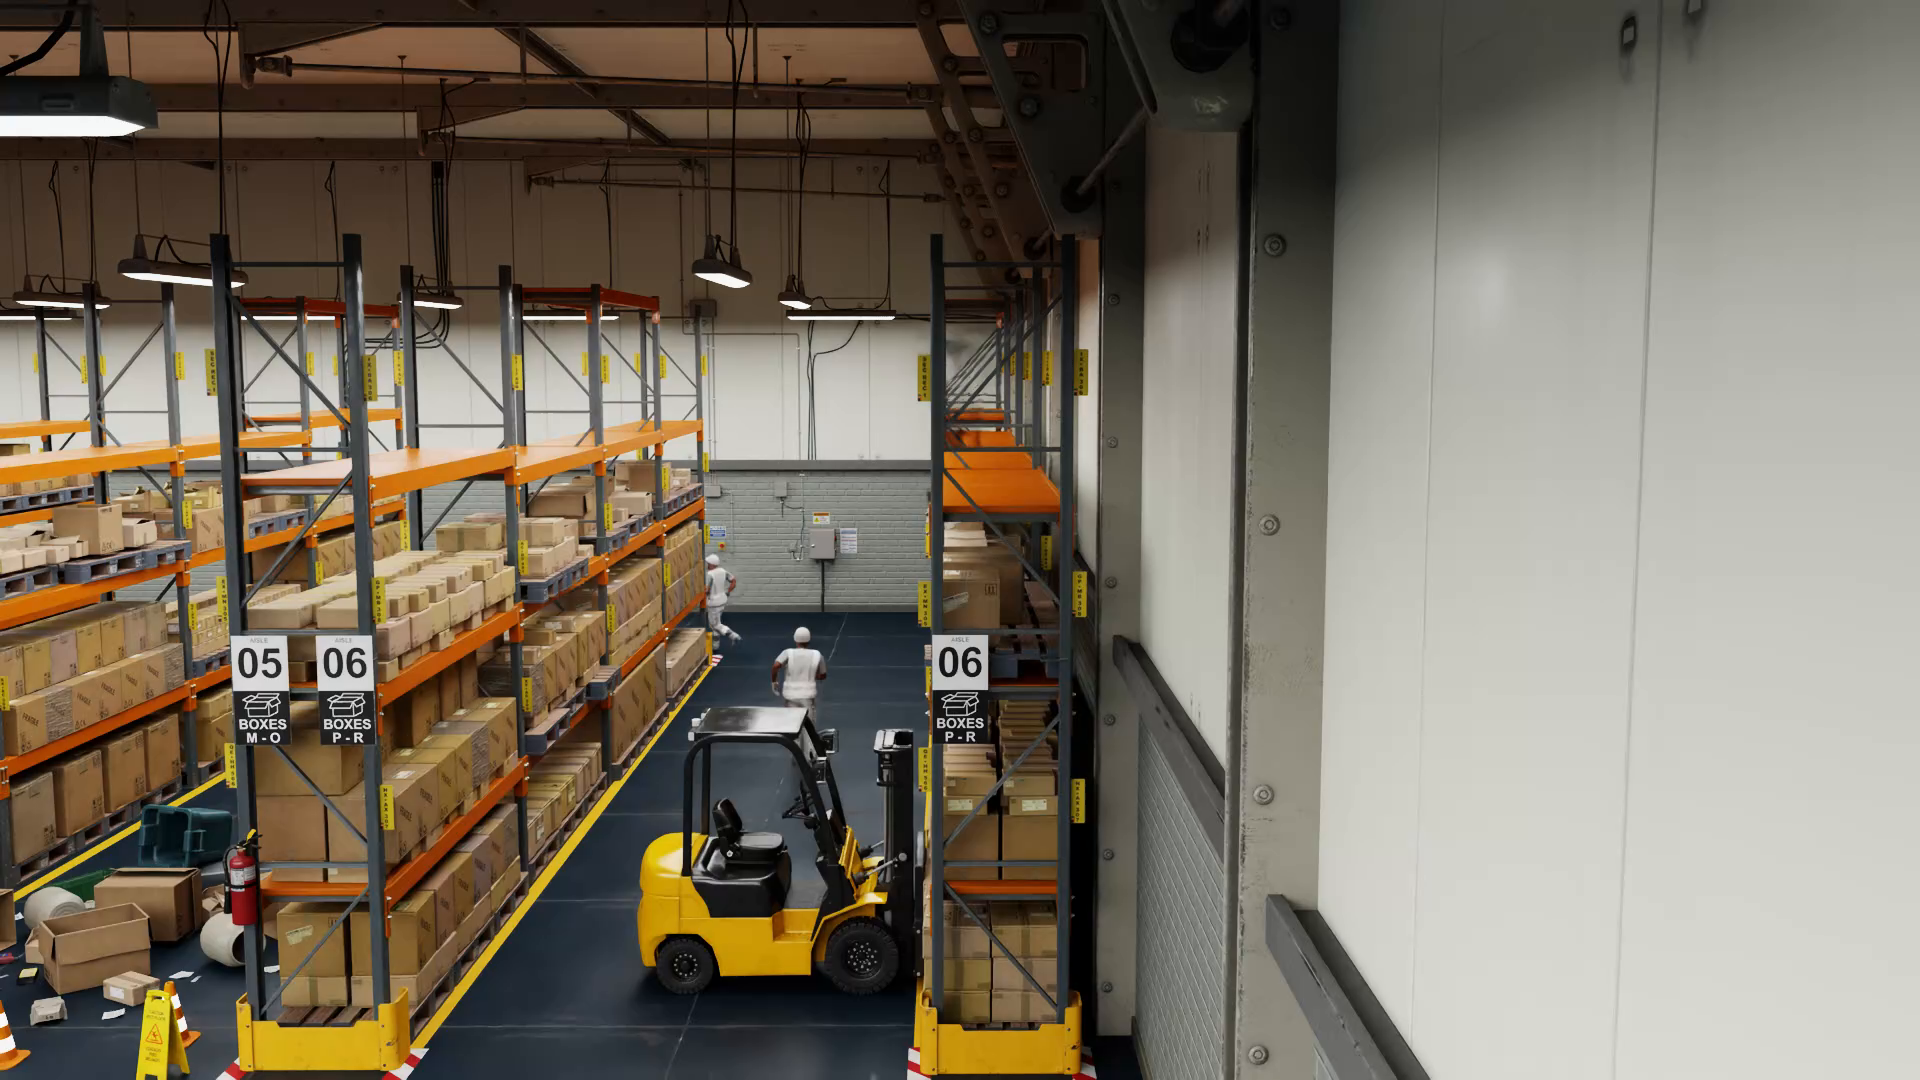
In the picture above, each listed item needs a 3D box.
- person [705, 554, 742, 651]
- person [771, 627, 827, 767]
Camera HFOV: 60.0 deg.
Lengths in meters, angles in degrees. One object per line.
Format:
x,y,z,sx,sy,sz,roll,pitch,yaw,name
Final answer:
-4.201,1.127,28.859,0.860,1.777,0.716,4,7,30,person
-2.011,1.984,20.810,0.694,1.796,0.888,-1,6,-5,person
